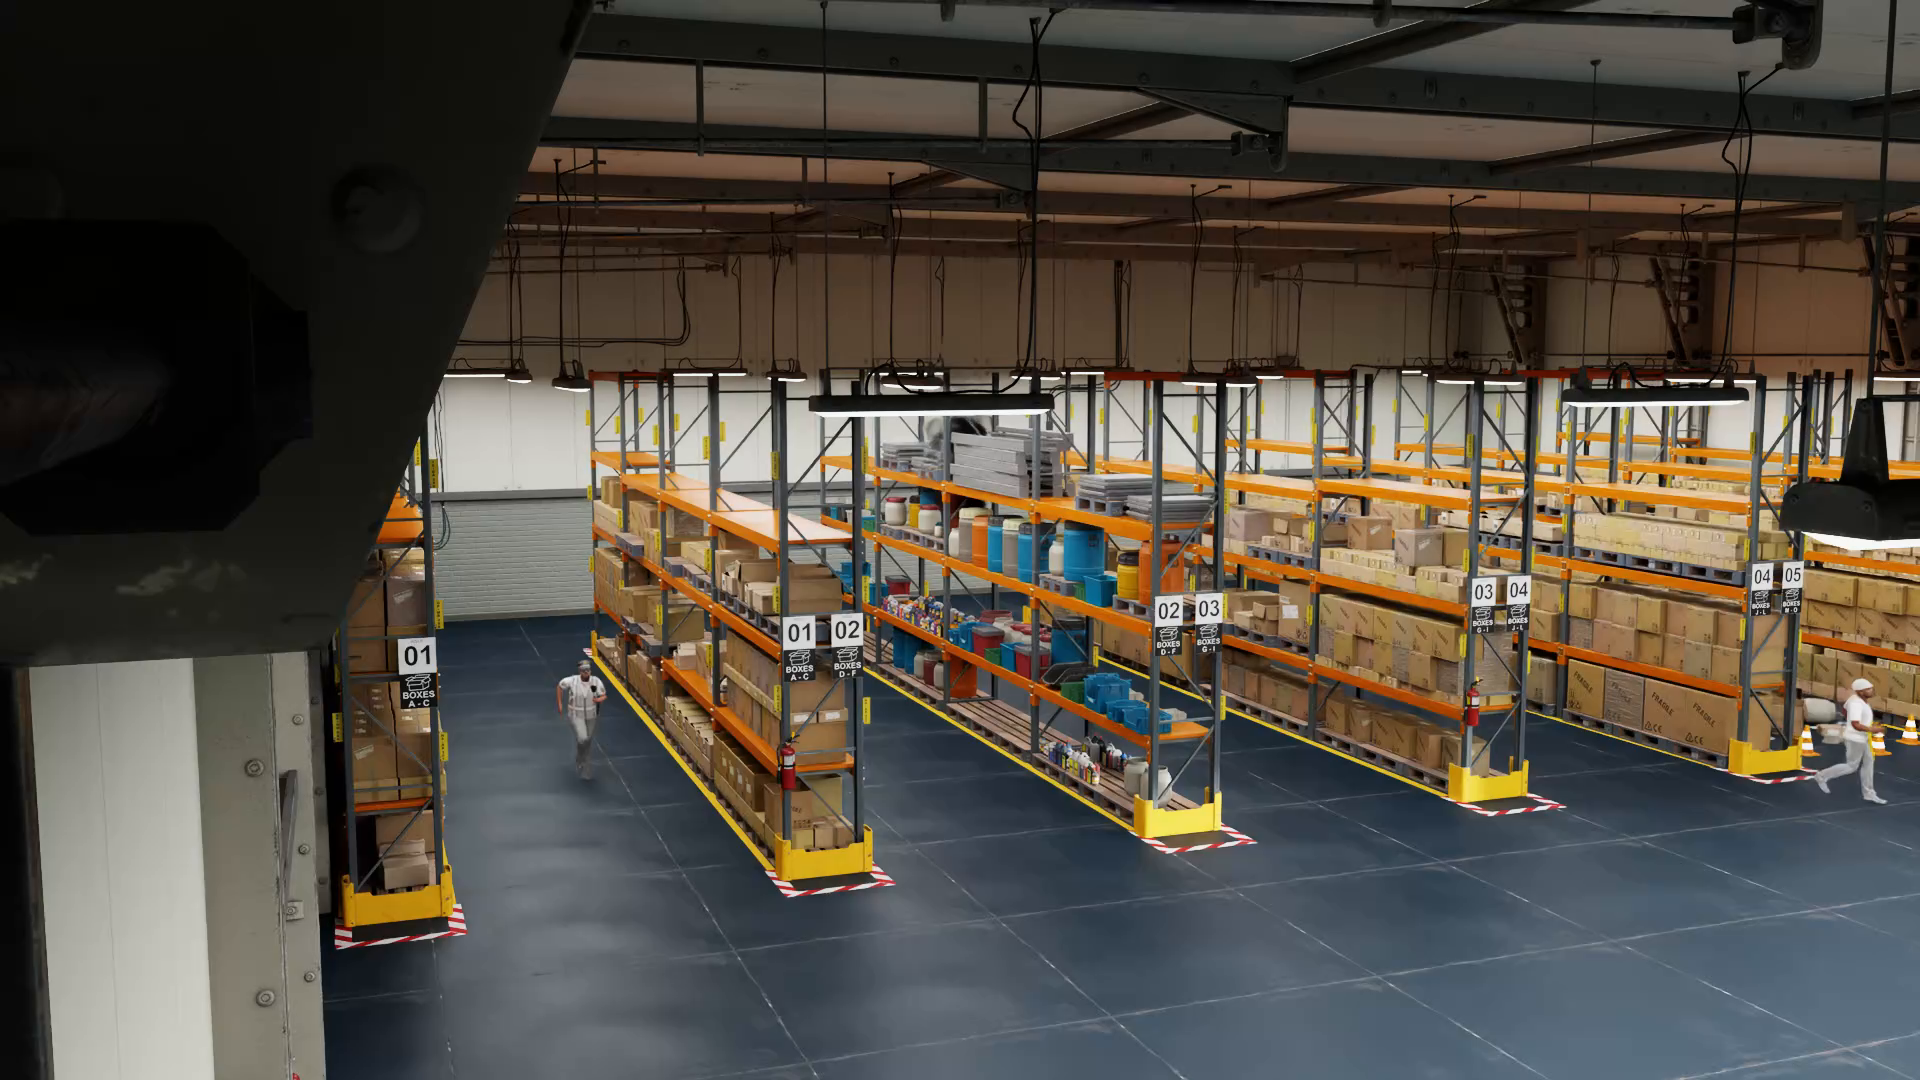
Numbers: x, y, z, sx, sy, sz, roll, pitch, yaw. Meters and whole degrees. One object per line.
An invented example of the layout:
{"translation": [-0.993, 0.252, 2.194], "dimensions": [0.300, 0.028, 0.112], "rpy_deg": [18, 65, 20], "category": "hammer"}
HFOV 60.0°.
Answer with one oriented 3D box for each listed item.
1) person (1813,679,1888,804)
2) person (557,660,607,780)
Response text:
{"translation": [12.672, 2.831, 23.591], "dimensions": [0.952, 1.768, 0.709], "rpy_deg": [4, 7, 30], "category": "person"}
{"translation": [-5.680, 2.677, 25.035], "dimensions": [0.686, 1.829, 0.875], "rpy_deg": [-3, 7, -27], "category": "person"}
